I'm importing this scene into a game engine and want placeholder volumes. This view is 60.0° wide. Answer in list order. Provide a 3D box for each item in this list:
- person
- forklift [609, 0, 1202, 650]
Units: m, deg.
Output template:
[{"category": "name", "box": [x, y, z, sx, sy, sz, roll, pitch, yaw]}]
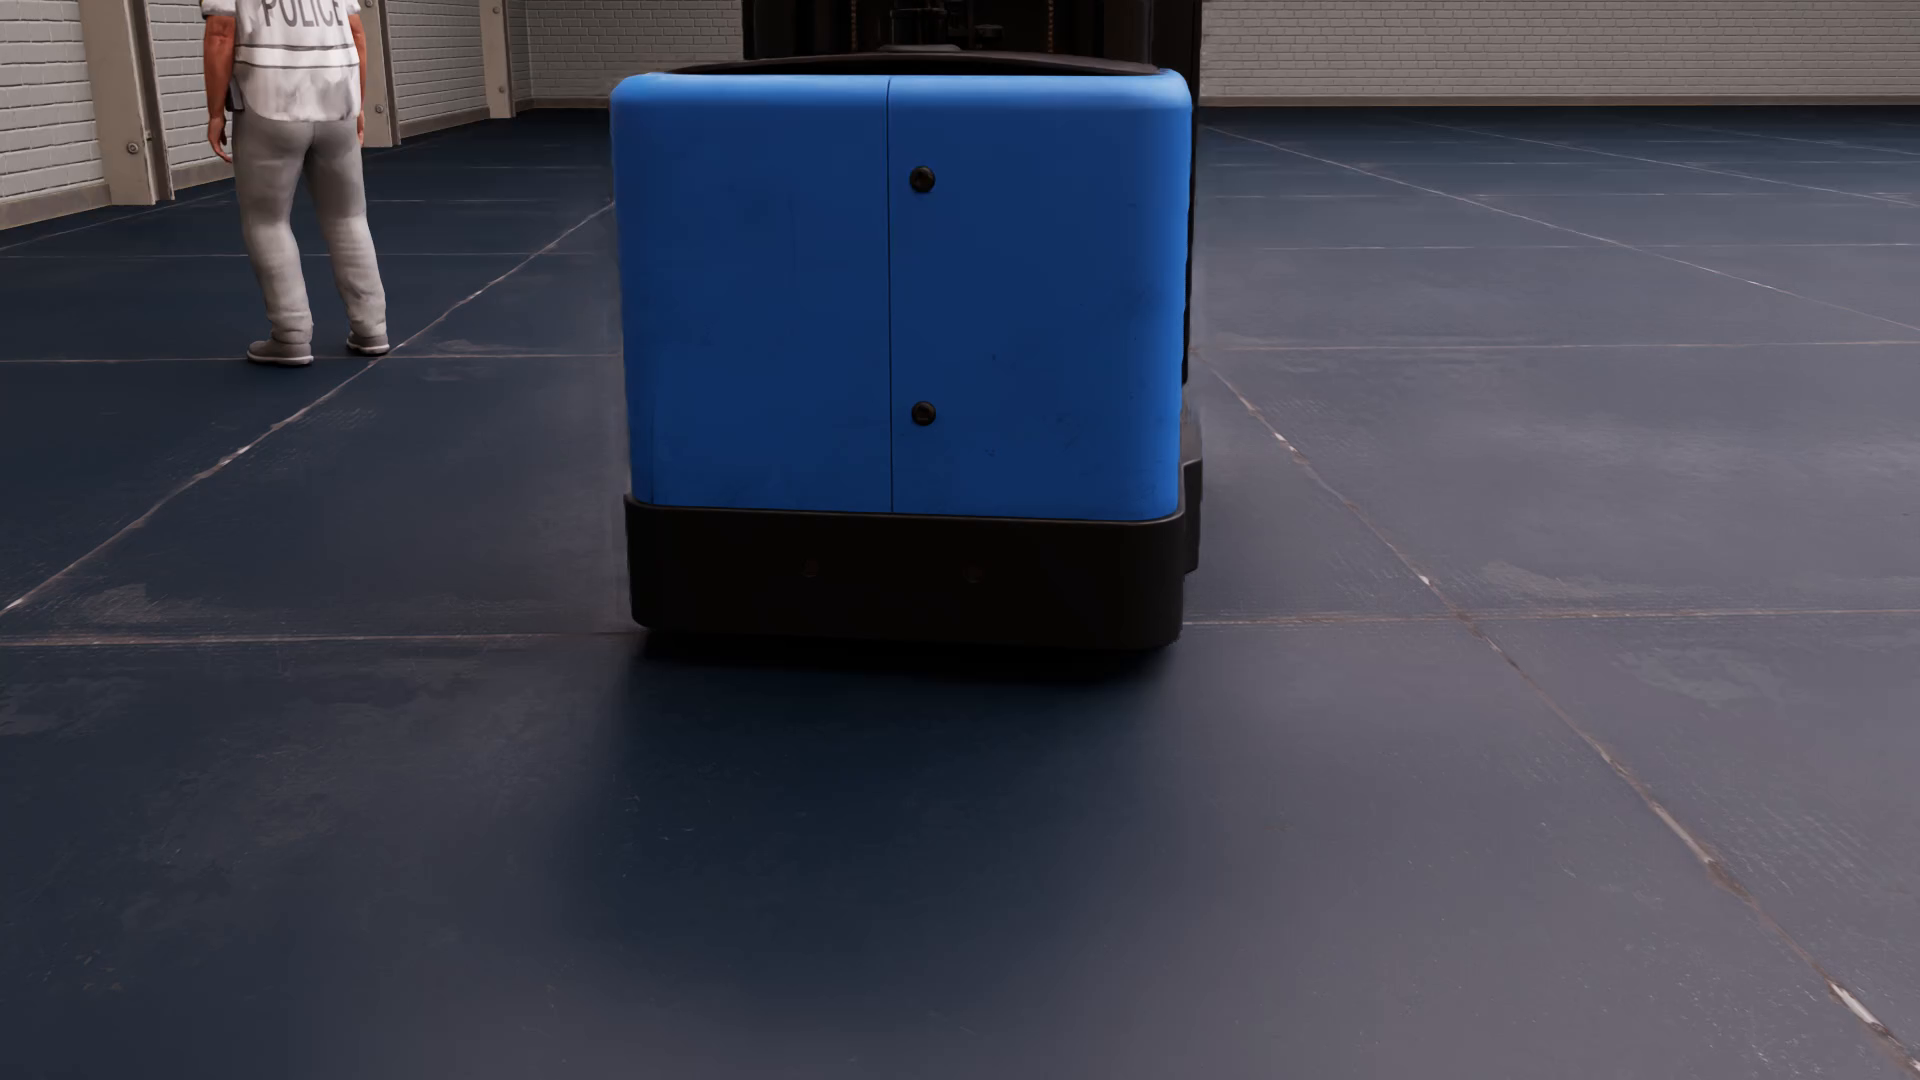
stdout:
[{"category": "person", "box": [-2.333, -1.497, 5.822, 0.443, 1.747, 0.604, 15, 22, 40]}, {"category": "forklift", "box": [0.055, -1.587, 4.094, 1.130, 2.935, 3.031, 2, 17, 6]}]
